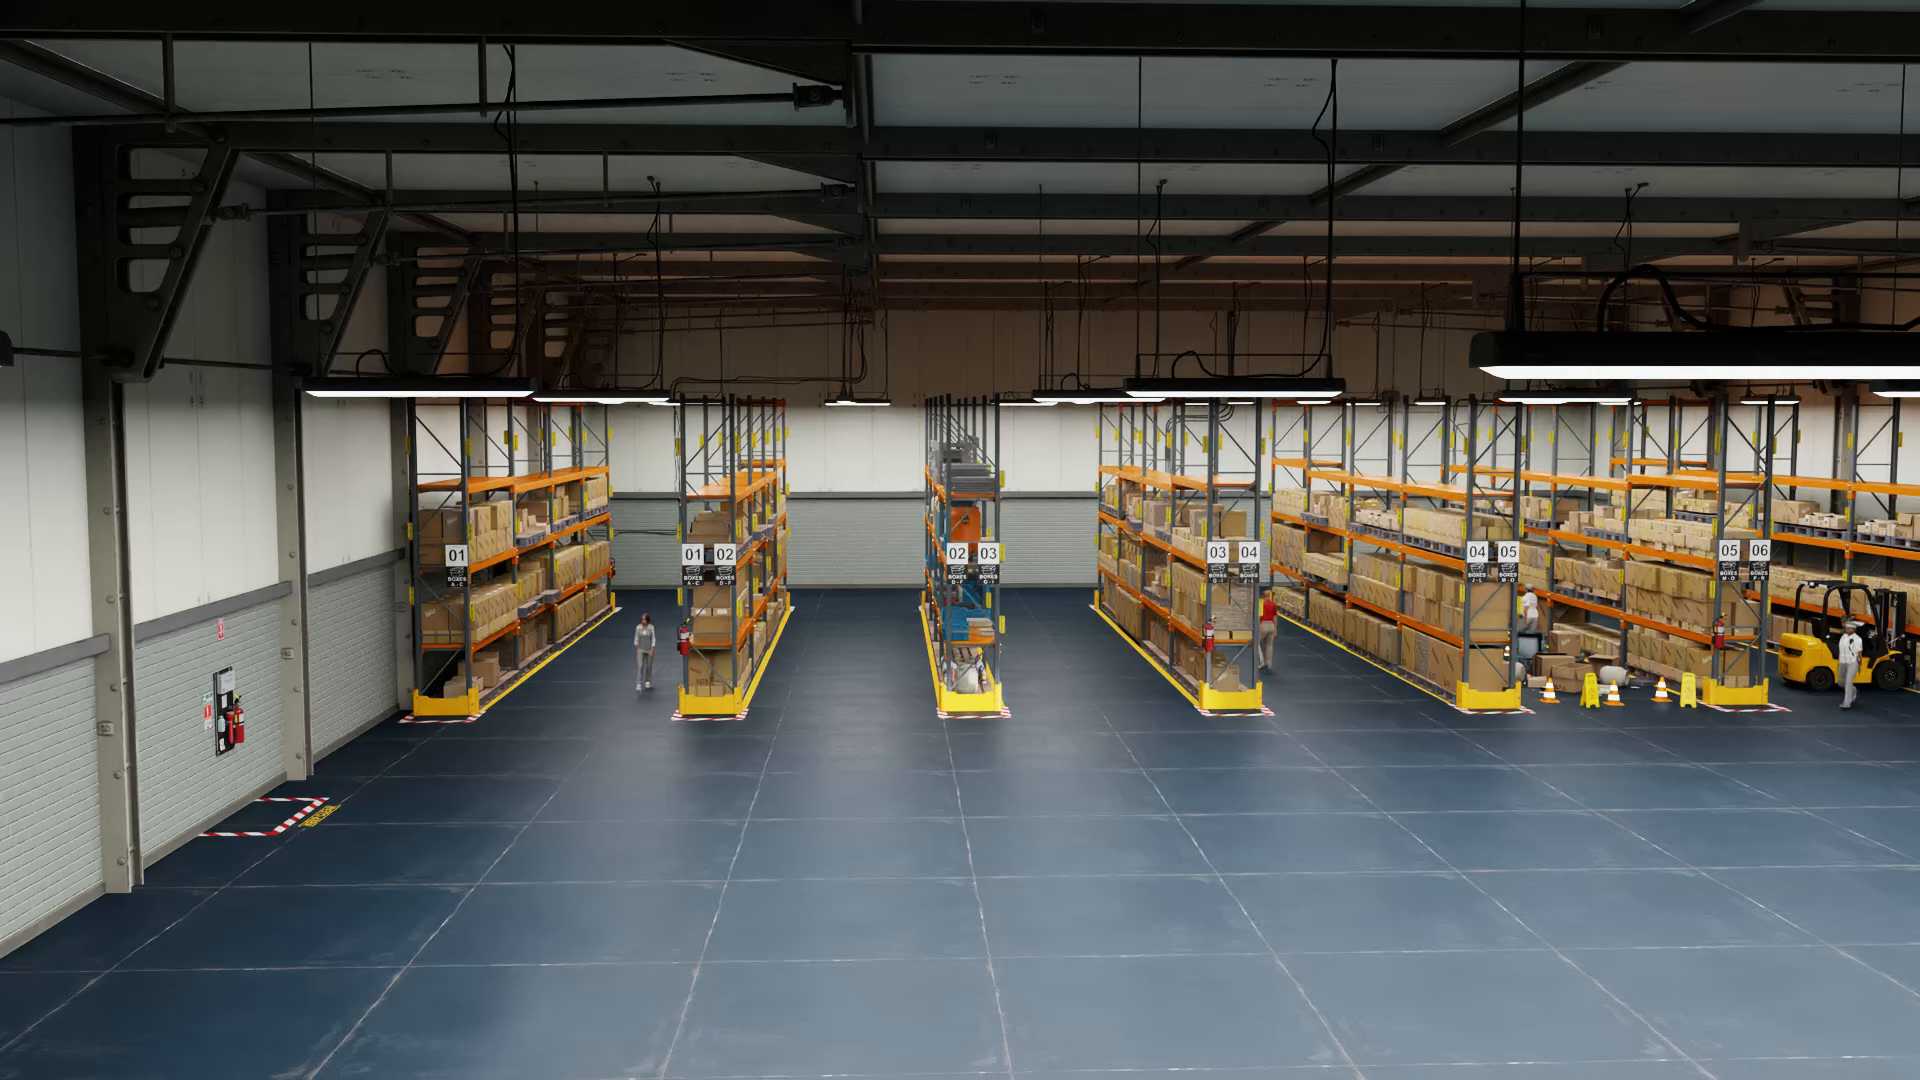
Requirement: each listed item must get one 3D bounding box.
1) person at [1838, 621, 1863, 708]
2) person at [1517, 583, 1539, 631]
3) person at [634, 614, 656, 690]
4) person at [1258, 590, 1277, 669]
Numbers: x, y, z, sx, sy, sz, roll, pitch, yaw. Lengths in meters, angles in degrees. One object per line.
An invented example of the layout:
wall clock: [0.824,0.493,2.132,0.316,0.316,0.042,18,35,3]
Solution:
person: [17.087,2.360,31.870,0.780,1.650,0.450,-3,5,-33]
person: [13.222,1.856,38.632,0.514,1.679,0.482,-2,5,-27]
person: [-6.387,2.266,33.693,0.434,1.546,0.967,-1,5,-15]
person: [6.723,1.989,36.617,0.575,1.769,0.405,-2,5,-26]
